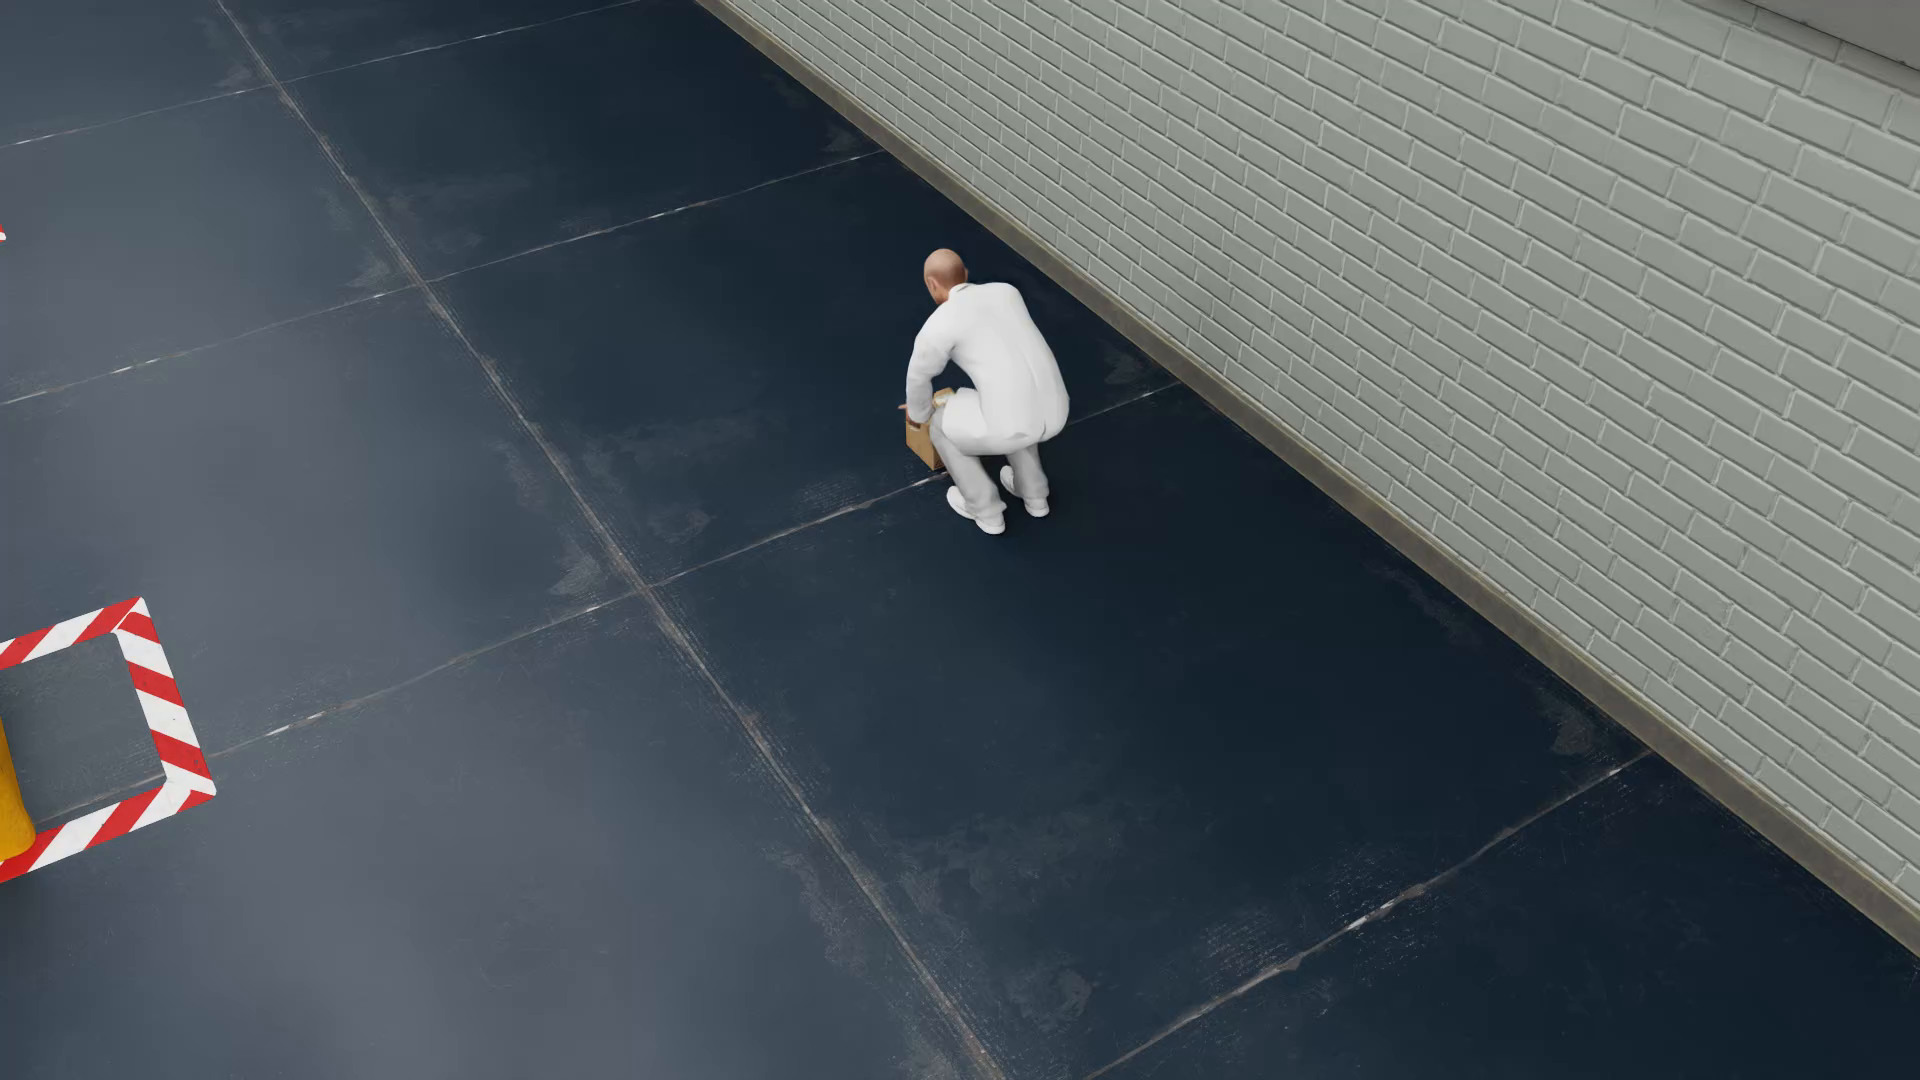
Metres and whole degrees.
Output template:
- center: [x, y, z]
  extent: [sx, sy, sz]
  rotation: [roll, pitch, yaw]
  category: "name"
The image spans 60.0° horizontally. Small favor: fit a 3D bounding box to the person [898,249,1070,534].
- center: [0.120, -0.642, 7.390]
  extent: [0.625, 1.181, 0.830]
  rotation: [-22, 45, -24]
  category: "person"
